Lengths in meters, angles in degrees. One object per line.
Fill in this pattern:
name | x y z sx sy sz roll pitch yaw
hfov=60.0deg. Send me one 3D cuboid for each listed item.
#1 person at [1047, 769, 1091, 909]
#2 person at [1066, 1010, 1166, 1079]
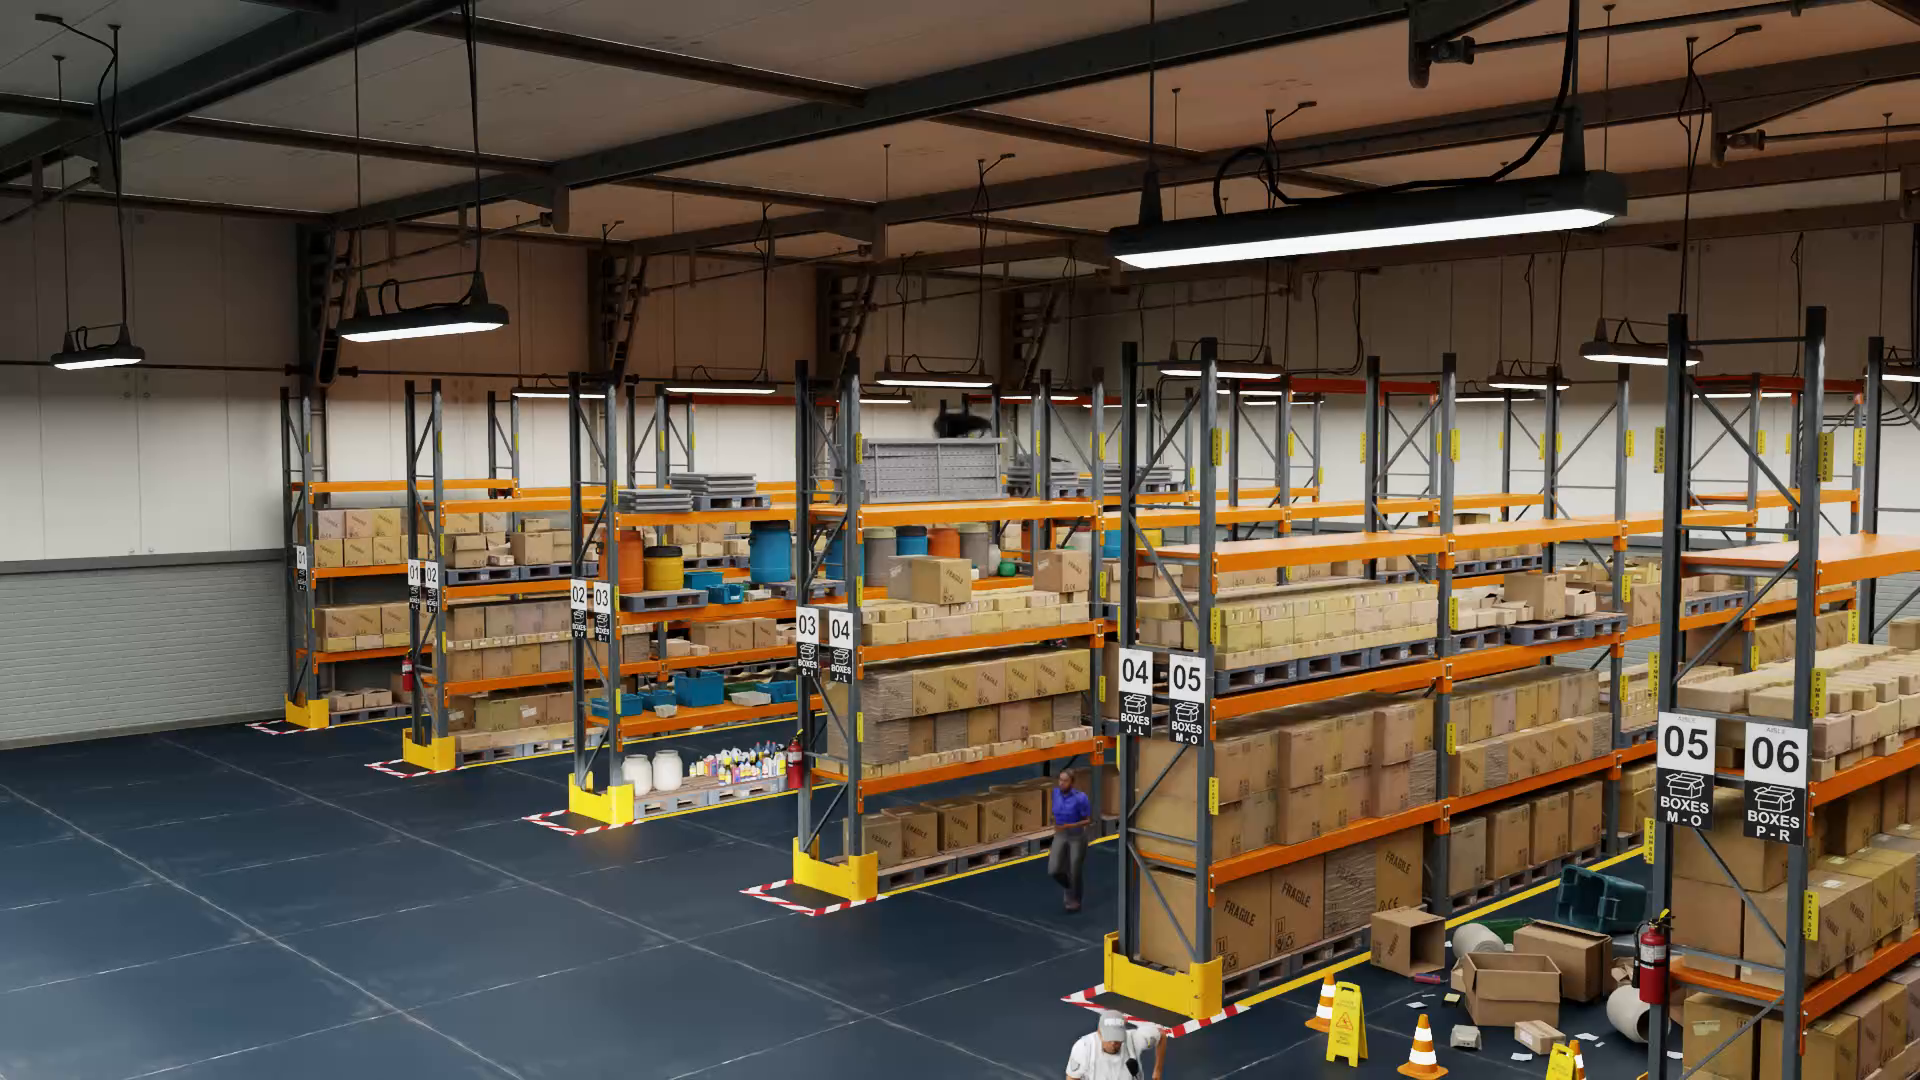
person | 1.164 3.221 17.816 0.532 1.562 0.706 2 4 24
person | 1.009 3.726 10.780 0.644 1.587 0.966 0 4 5
